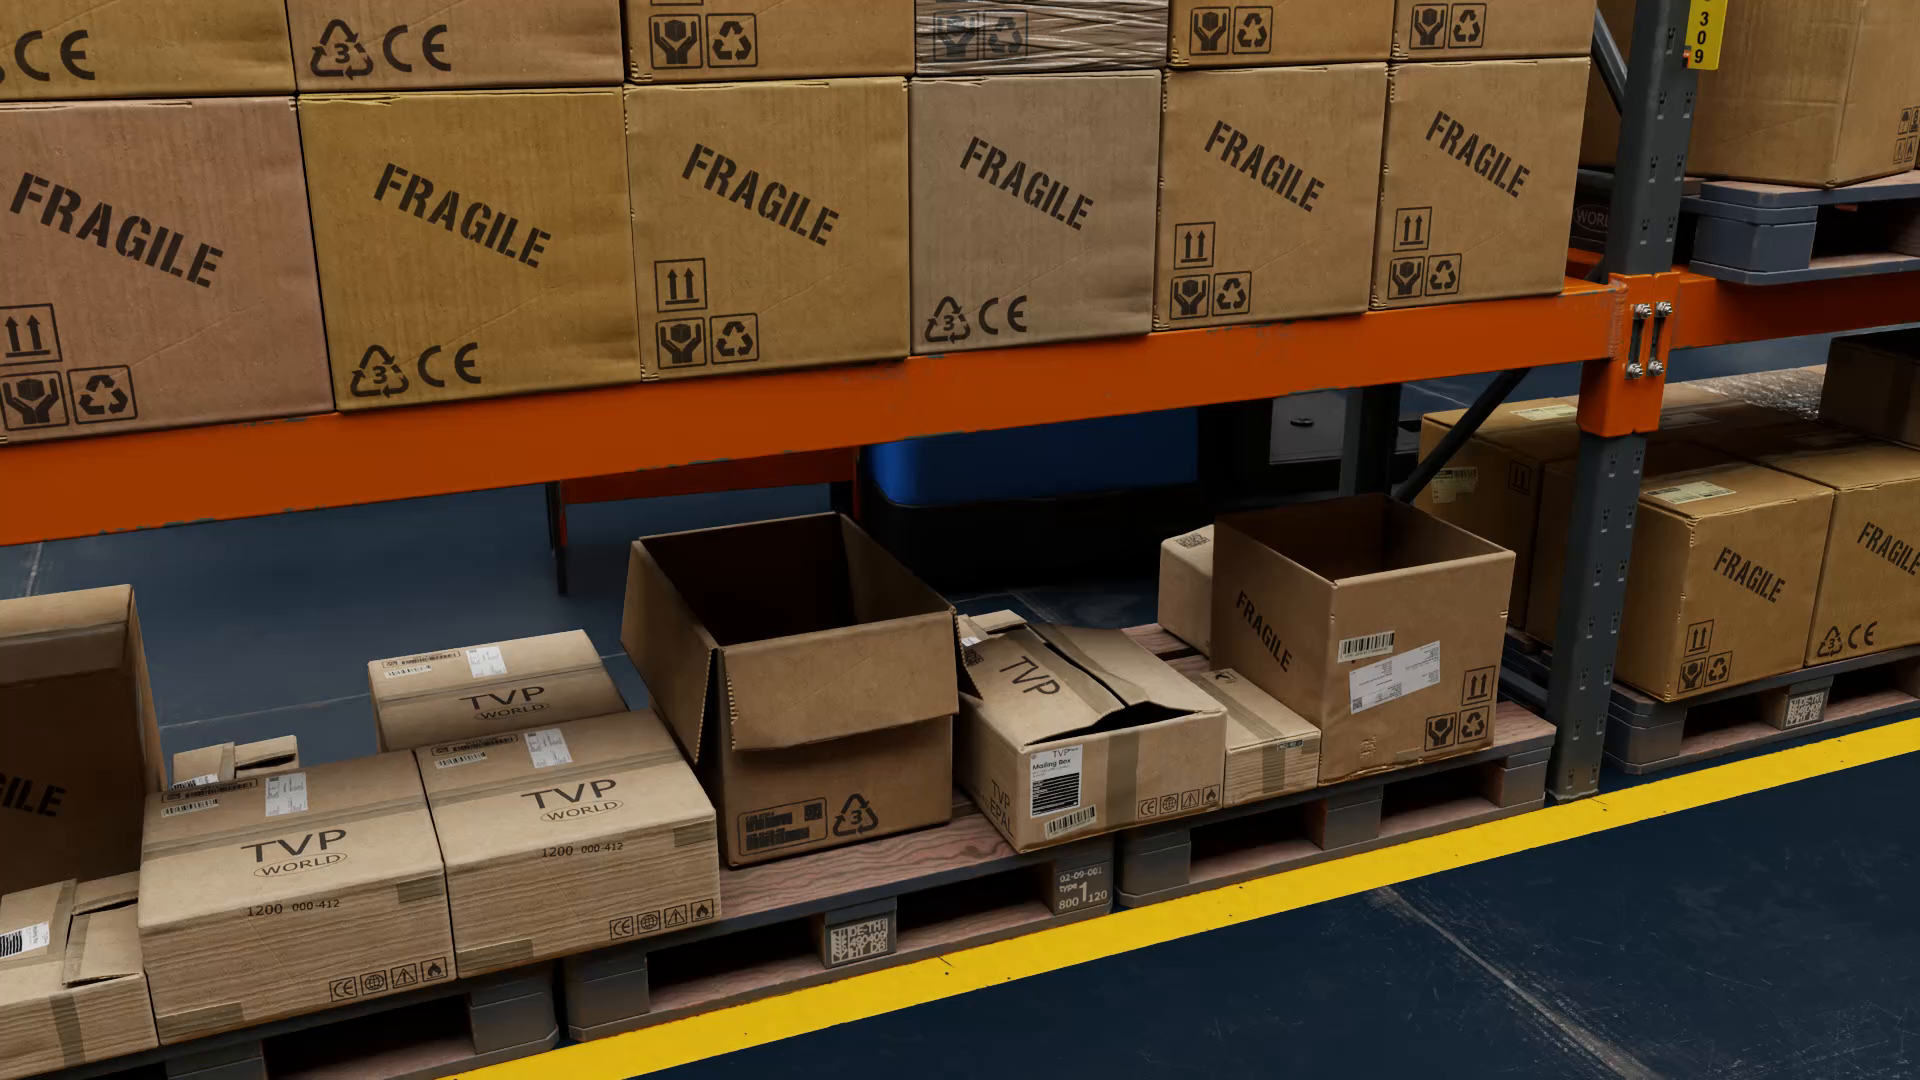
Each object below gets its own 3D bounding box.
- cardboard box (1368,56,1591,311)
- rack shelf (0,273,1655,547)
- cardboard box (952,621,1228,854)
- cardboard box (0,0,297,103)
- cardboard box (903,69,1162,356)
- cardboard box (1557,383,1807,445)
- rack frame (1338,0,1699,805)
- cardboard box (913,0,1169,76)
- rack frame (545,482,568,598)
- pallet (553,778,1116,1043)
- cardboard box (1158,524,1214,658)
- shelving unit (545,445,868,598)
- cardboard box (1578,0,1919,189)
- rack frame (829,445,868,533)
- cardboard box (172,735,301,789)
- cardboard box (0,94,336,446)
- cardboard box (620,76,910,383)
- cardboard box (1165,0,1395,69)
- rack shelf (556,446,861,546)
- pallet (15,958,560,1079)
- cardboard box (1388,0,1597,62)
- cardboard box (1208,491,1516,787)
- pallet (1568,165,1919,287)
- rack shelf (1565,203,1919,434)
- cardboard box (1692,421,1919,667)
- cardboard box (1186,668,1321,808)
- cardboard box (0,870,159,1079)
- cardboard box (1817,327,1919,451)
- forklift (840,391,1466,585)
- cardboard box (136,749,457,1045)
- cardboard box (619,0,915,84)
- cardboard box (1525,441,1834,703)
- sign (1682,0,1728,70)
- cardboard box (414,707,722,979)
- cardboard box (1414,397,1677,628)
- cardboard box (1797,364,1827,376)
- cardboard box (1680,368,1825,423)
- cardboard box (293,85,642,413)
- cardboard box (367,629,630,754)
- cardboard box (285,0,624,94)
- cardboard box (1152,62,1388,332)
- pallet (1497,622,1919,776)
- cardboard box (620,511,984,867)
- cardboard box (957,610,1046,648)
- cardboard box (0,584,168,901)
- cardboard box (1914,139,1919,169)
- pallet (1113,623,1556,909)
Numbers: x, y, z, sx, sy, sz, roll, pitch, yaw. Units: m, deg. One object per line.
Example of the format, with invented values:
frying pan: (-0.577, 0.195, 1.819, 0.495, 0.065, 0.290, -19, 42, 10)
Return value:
cardboard box: (0.995, -0.818, 3.677, 0.500, 0.500, 0.500, -8, 21, -21)
rack shelf: (-0.484, -0.312, 3.475, 4.000, 0.370, 1.077, -8, 21, -22)
cardboard box: (0.253, 0.406, 3.737, 0.500, 0.311, 0.500, -8, 21, -22)
cardboard box: (-1.332, -0.956, 2.565, 0.500, 0.500, 0.500, -8, 21, -21)
cardboard box: (0.051, -0.681, 3.289, 0.500, 0.500, 0.500, -8, 21, -21)
cardboard box: (2.149, -0.158, 5.055, 0.500, 0.500, 0.500, -8, 21, -22)
rack frame: (1.352, -0.914, 4.103, 0.127, 3.000, 1.000, -8, 21, -22)
cardboard box: (0.058, -1.153, 3.125, 0.500, 0.500, 0.500, -8, 21, -21)
rack frame: (-1.378, -0.422, 5.526, 0.032, 1.125, 0.500, -5, 20, -15)
pallet: (-0.401, 0.653, 3.851, 1.213, 0.211, 1.003, -8, 21, -22)
cardboard box: (0.881, 0.136, 4.507, 0.500, 0.311, 0.500, -8, 21, -22)
shelving unit: (-0.889, -0.468, 5.658, 1.048, 1.125, 0.538, -5, 20, -15)
cardboard box: (1.876, -1.154, 4.000, 0.500, 0.500, 0.700, -17, 26, -40)
rack frame: (-0.400, -0.515, 5.790, 0.032, 1.125, 0.500, -5, 20, -15)
cardboard box: (-1.512, 0.568, 3.496, 0.250, 0.166, 0.380, -8, 21, -22)
cardboard box: (-1.337, -0.483, 2.726, 0.500, 0.500, 0.500, -8, 21, -22)
cardboard box: (-0.416, -0.613, 3.097, 0.500, 0.500, 0.500, -8, 21, -21)
cardboard box: (0.521, -1.220, 3.313, 0.500, 0.500, 0.500, -9, 21, -23)
rack shelf: (-0.889, -0.238, 5.740, 1.000, 0.278, 0.538, -5, 20, -15)
pallet: (-1.519, 0.812, 3.398, 1.213, 0.211, 1.003, -8, 21, -22)
cardboard box: (0.990, -1.288, 3.507, 0.500, 0.500, 0.500, -8, 21, -22)
cardboard box: (0.941, 0.219, 3.986, 0.500, 0.500, 0.500, -8, 21, -22)
pallet: (2.129, -0.896, 4.339, 1.213, 0.211, 1.003, -8, 21, -22)
rack shelf: (3.188, -0.838, 4.969, 4.000, 0.370, 1.077, -8, 21, -22)
cardboard box: (2.378, -0.006, 4.623, 0.500, 0.500, 0.500, -8, 21, -21)
cardboard box: (0.621, 0.452, 3.852, 0.250, 0.149, 0.380, -8, 21, -22)
cardboard box: (-1.571, 0.757, 2.958, 0.250, 0.166, 0.380, -8, 21, -22)
cardboard box: (2.811, -0.418, 4.663, 0.500, 0.250, 0.500, -8, 21, -22)
forklift: (1.099, -1.492, 5.847, 3.031, 2.935, 1.130, -5, 20, -15)
cardboard box: (-1.250, 0.650, 3.136, 0.500, 0.250, 0.500, -8, 21, -22)
cardboard box: (-0.405, -1.087, 2.938, 0.500, 0.500, 0.500, -8, 21, -22)
cardboard box: (1.893, 0.068, 4.414, 0.500, 0.500, 0.500, -9, 21, -24)
sign: (1.574, -1.158, 3.492, 0.005, 0.325, 0.100, -8, 21, -22)
cardboard box: (-0.791, 0.585, 3.323, 0.500, 0.250, 0.500, -8, 21, -22)
cardboard box: (1.692, -0.095, 4.877, 0.500, 0.500, 0.500, -8, 21, -22)
cardboard box: (3.076, -0.291, 5.434, 0.500, 0.500, 0.500, -9, 21, -24)
cardboard box: (2.609, -0.224, 5.242, 0.500, 0.500, 0.500, -8, 21, -21)
cardboard box: (-0.875, -0.548, 2.911, 0.500, 0.500, 0.500, -8, 21, -22)
cardboard box: (-1.035, 0.439, 3.737, 0.500, 0.250, 0.500, -8, 21, -22)
cardboard box: (-0.871, -1.020, 2.747, 0.500, 0.500, 0.500, -8, 21, -21)
cardboard box: (0.522, -0.749, 3.483, 0.500, 0.500, 0.500, -8, 21, -20)
pallet: (2.084, 0.282, 4.902, 1.213, 0.211, 1.003, -8, 21, -22)
cardboard box: (-0.371, 0.304, 3.738, 0.637, 0.503, 0.797, -8, 21, -22)
cardboard box: (0.091, 0.321, 4.199, 0.250, 0.166, 0.380, -8, 21, -22)
cardboard box: (-1.919, 0.437, 3.367, 0.500, 0.500, 0.500, -8, 21, -22)
cardboard box: (2.482, -1.264, 4.311, 0.500, 0.500, 0.700, -5, 20, -13)
pallet: (0.721, 0.491, 4.310, 1.213, 0.211, 1.003, -8, 21, -22)
